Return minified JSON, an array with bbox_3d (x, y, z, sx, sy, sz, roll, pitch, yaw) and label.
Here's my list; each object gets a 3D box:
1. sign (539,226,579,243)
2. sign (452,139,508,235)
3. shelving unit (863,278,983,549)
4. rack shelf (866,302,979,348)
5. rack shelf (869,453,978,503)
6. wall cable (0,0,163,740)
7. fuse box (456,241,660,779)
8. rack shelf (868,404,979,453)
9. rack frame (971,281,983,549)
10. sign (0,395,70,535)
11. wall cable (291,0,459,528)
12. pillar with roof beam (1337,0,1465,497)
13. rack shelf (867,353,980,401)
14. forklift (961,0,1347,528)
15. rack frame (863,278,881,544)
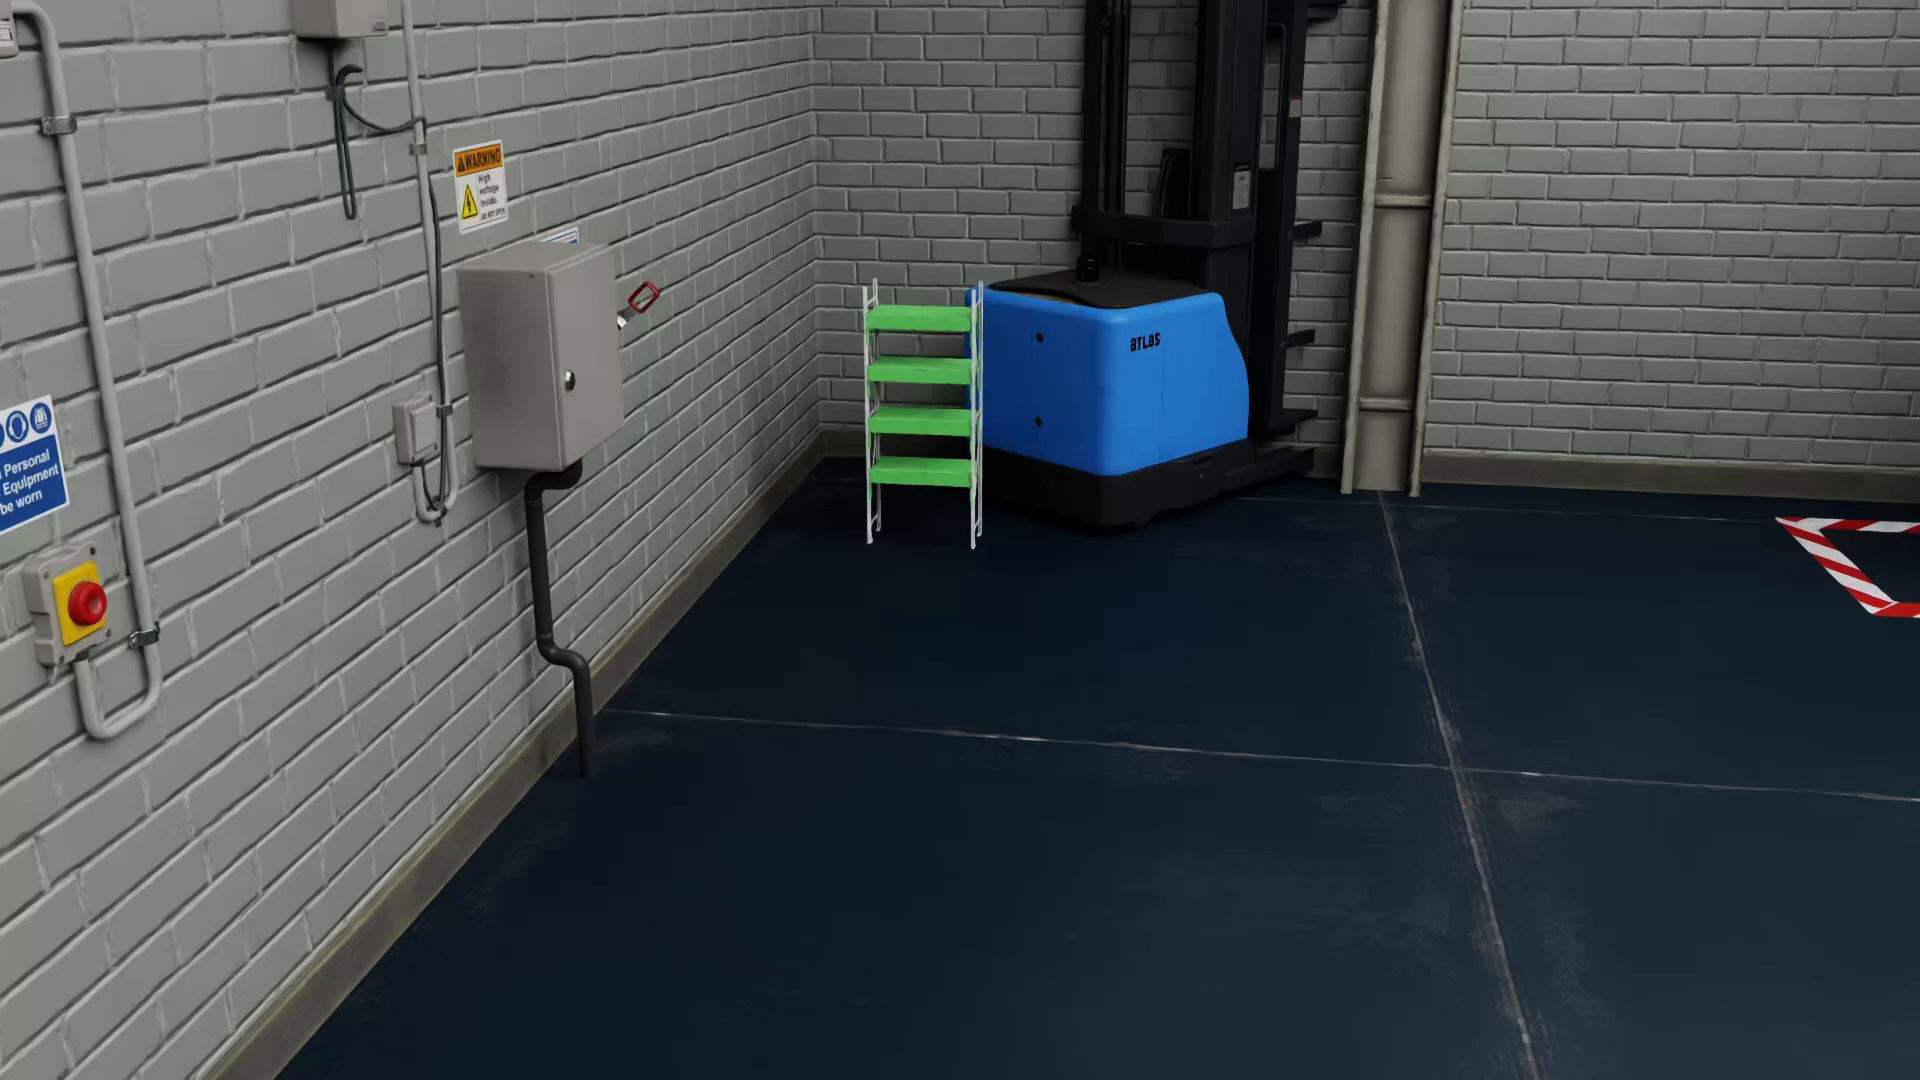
[{"bbox_3d":[-1.318,-0.775,5.542,0.001,0.494,0.329,3,19,9],"label":"sign"},{"bbox_3d":[-1.405,-1.040,4.881,0.001,0.242,0.339,3,19,9],"label":"sign"},{"bbox_3d":[-0.163,-0.577,7.638,0.503,1.200,0.258,3,19,9],"label":"shelving unit"},{"bbox_3d":[-0.163,-0.972,7.506,0.480,0.148,0.258,3,19,9],"label":"rack shelf"},{"bbox_3d":[-0.163,-0.289,7.734,0.480,0.148,0.258,3,19,9],"label":"rack shelf"},{"bbox_3d":[-1.669,-0.501,2.922,0.123,1.953,0.585,3,19,9],"label":"wall cable"},{"bbox_3d":[-1.192,-0.044,5.237,0.414,1.711,0.539,3,19,9],"label":"fuse box"},{"bbox_3d":[-0.163,-0.517,7.658,0.480,0.148,0.258,3,19,9],"label":"rack shelf"},{"bbox_3d":[0.077,-0.565,7.601,0.015,1.200,0.240,3,19,9],"label":"rack frame"},{"bbox_3d":[-1.737,-0.120,3.009,0.001,0.218,0.327,3,19,9],"label":"sign"},{"bbox_3d":[-1.455,-0.931,4.257,0.122,1.984,0.588,3,19,9],"label":"wall cable"},{"bbox_3d":[1.484,-3.197,3.177,0.400,9.000,9.100,3,19,9],"label":"pillar with roof beam"},{"bbox_3d":[-0.163,-0.744,7.582,0.480,0.148,0.258,3,19,9],"label":"rack shelf"},{"bbox_3d":[1.412,-1.827,8.645,3.031,2.935,1.130,-17,25,-41],"label":"forklift"},{"bbox_3d":[-0.404,-0.590,7.674,0.015,1.200,0.240,3,19,9],"label":"rack frame"}]
